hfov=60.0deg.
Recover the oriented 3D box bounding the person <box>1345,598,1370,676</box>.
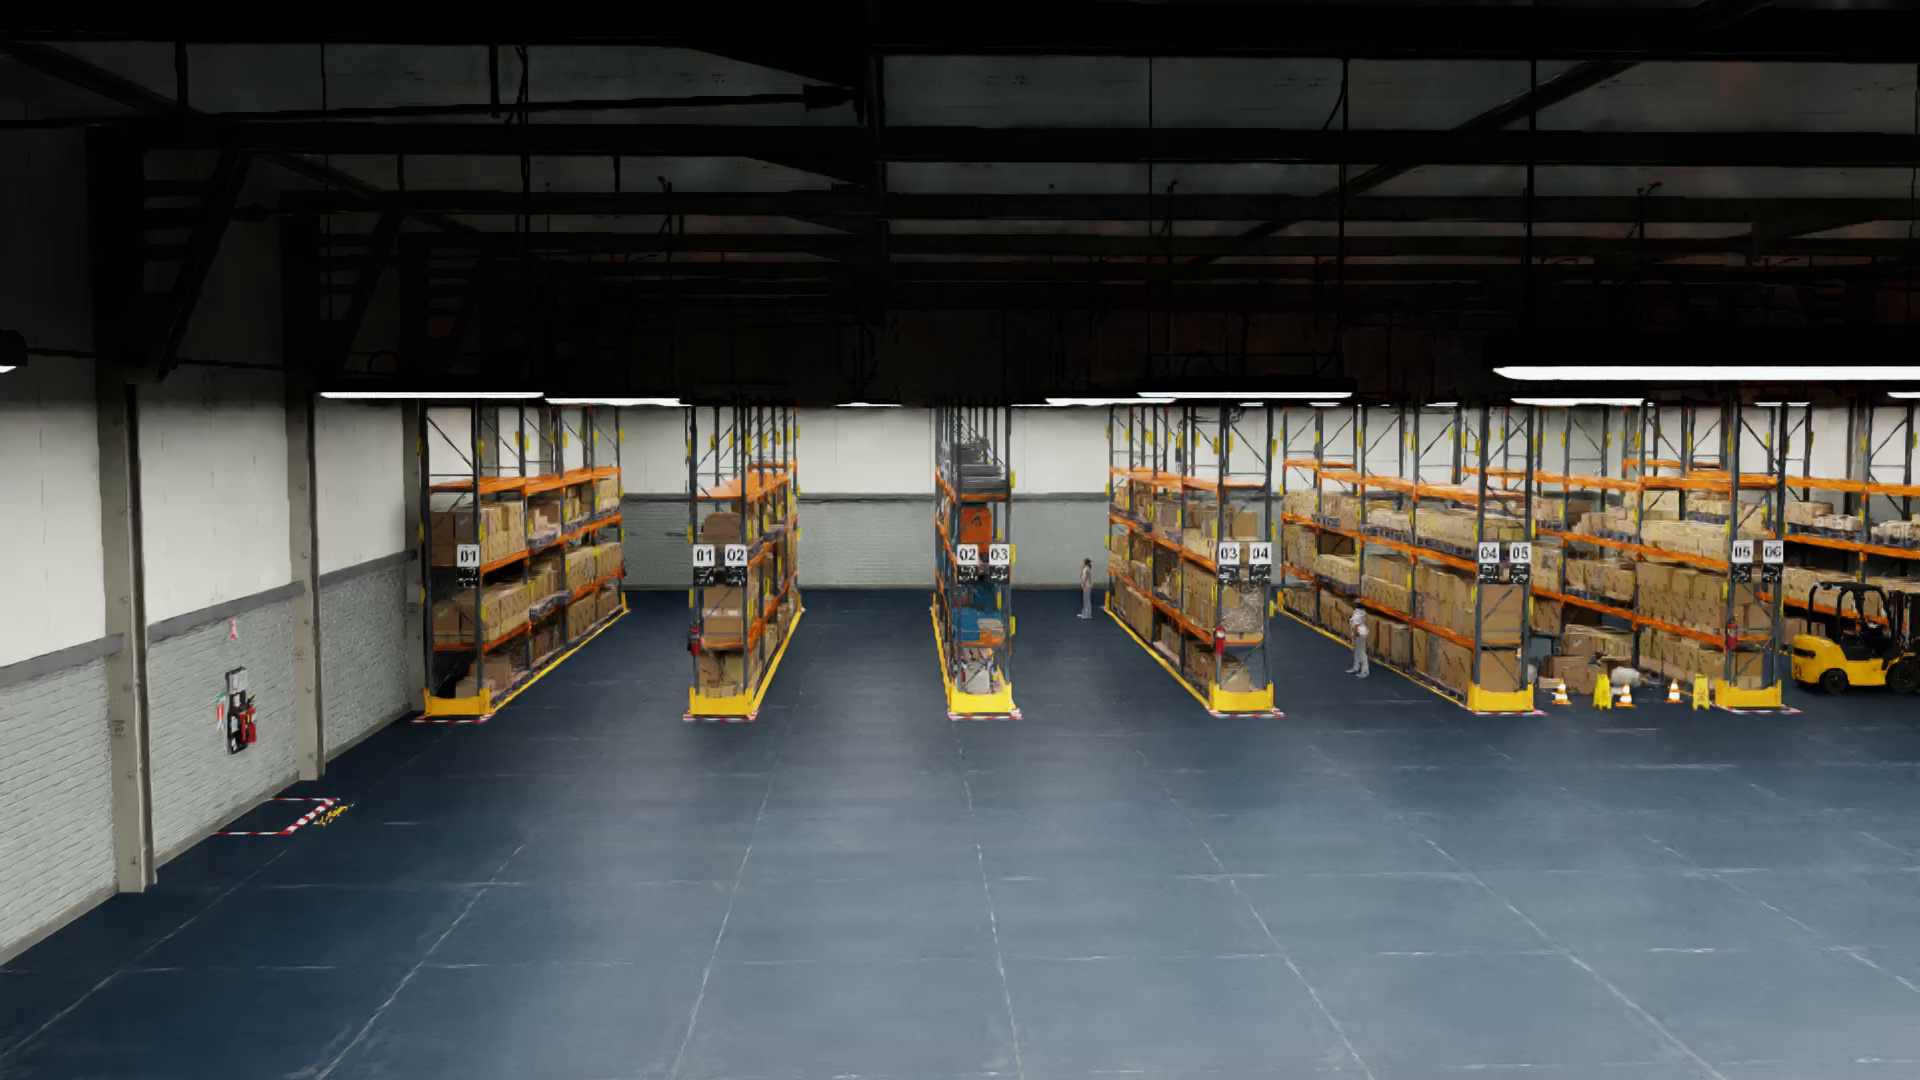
[{"bbox_3d":[8.549,2.073,35.762,0.547,1.650,0.599,2,5,24],"label":"person"}]

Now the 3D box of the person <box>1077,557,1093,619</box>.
[{"bbox_3d":[3.413,1.308,45.342,0.477,1.675,0.487,2,5,24],"label":"person"}]

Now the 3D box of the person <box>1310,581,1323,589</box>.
[{"bbox_3d":[10.508,1.054,48.796,0.526,1.666,0.608,-1,5,-18],"label":"person"}]
